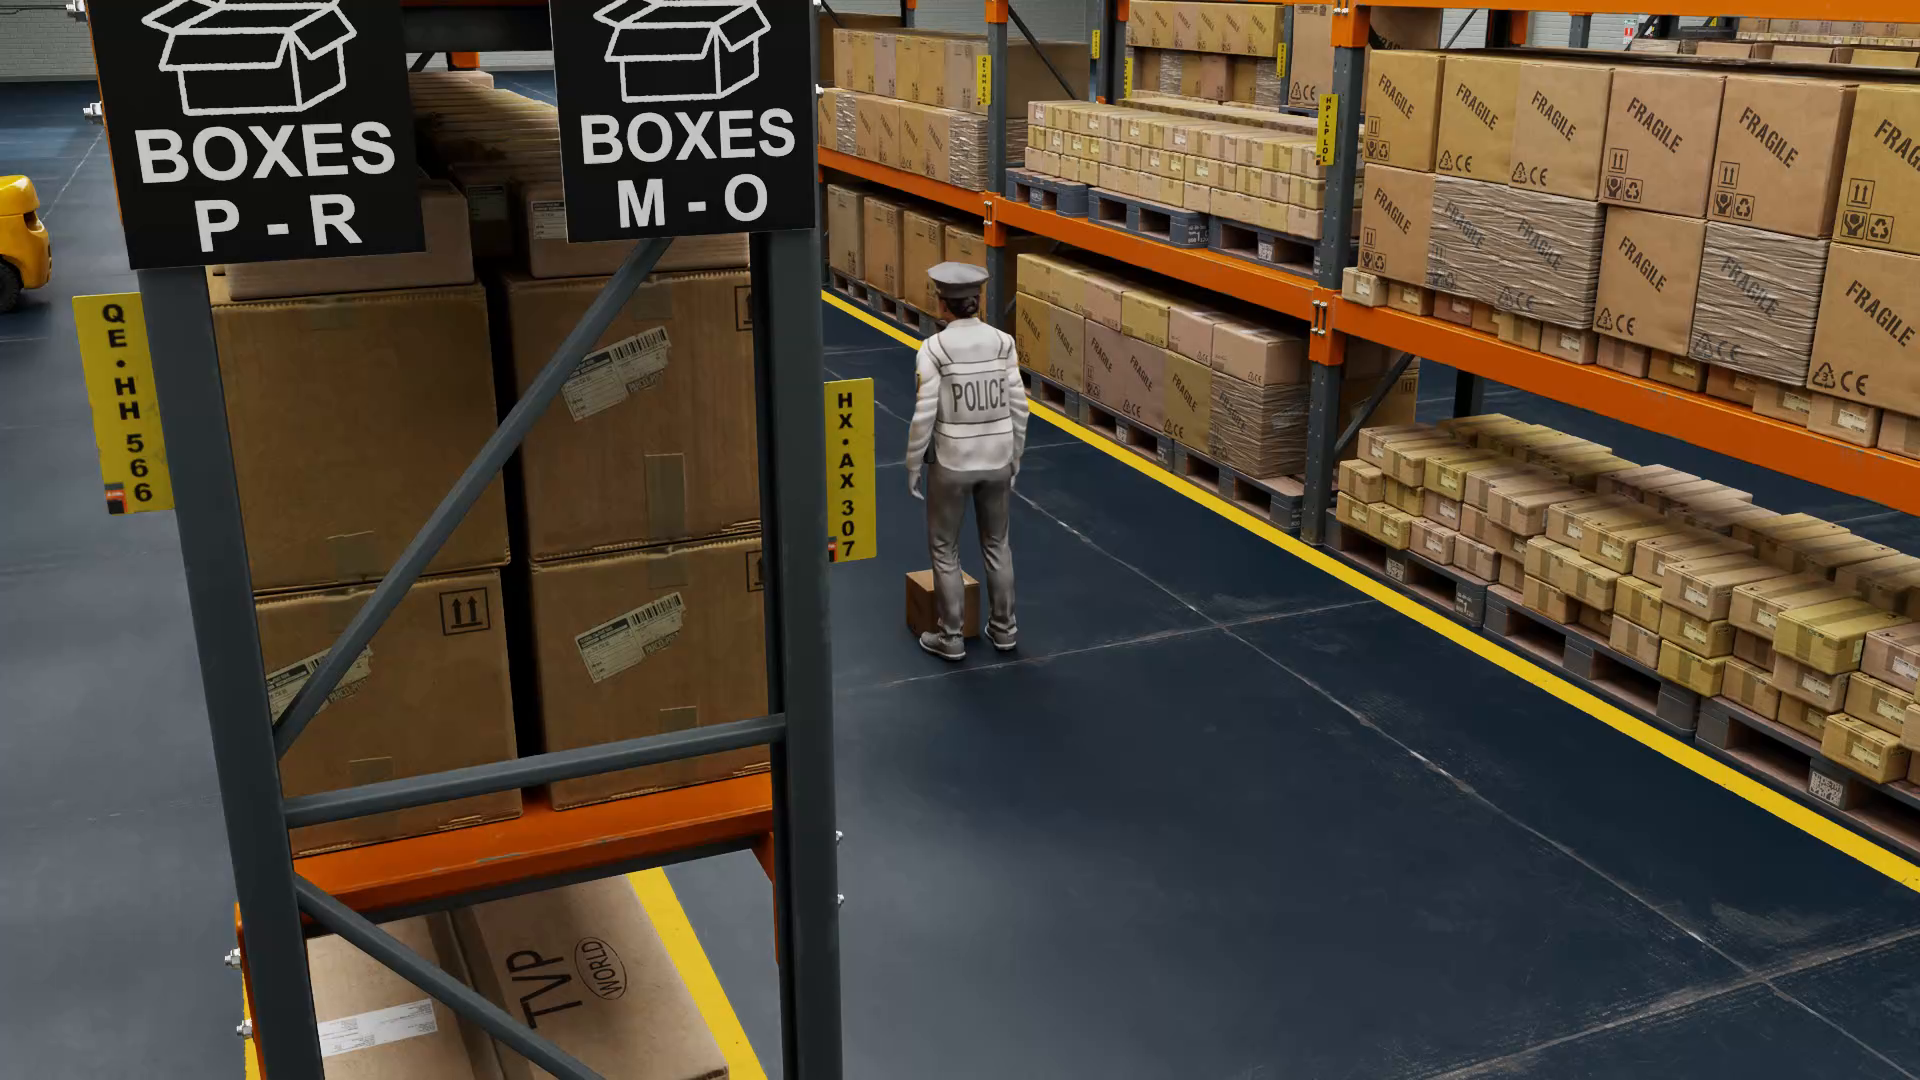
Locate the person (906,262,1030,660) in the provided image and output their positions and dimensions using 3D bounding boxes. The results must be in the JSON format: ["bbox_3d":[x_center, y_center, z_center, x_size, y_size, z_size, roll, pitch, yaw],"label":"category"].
[{"bbox_3d":[0.029,-0.312,6.965,0.530,1.663,0.371,-8,20,-22],"label":"person"}]
